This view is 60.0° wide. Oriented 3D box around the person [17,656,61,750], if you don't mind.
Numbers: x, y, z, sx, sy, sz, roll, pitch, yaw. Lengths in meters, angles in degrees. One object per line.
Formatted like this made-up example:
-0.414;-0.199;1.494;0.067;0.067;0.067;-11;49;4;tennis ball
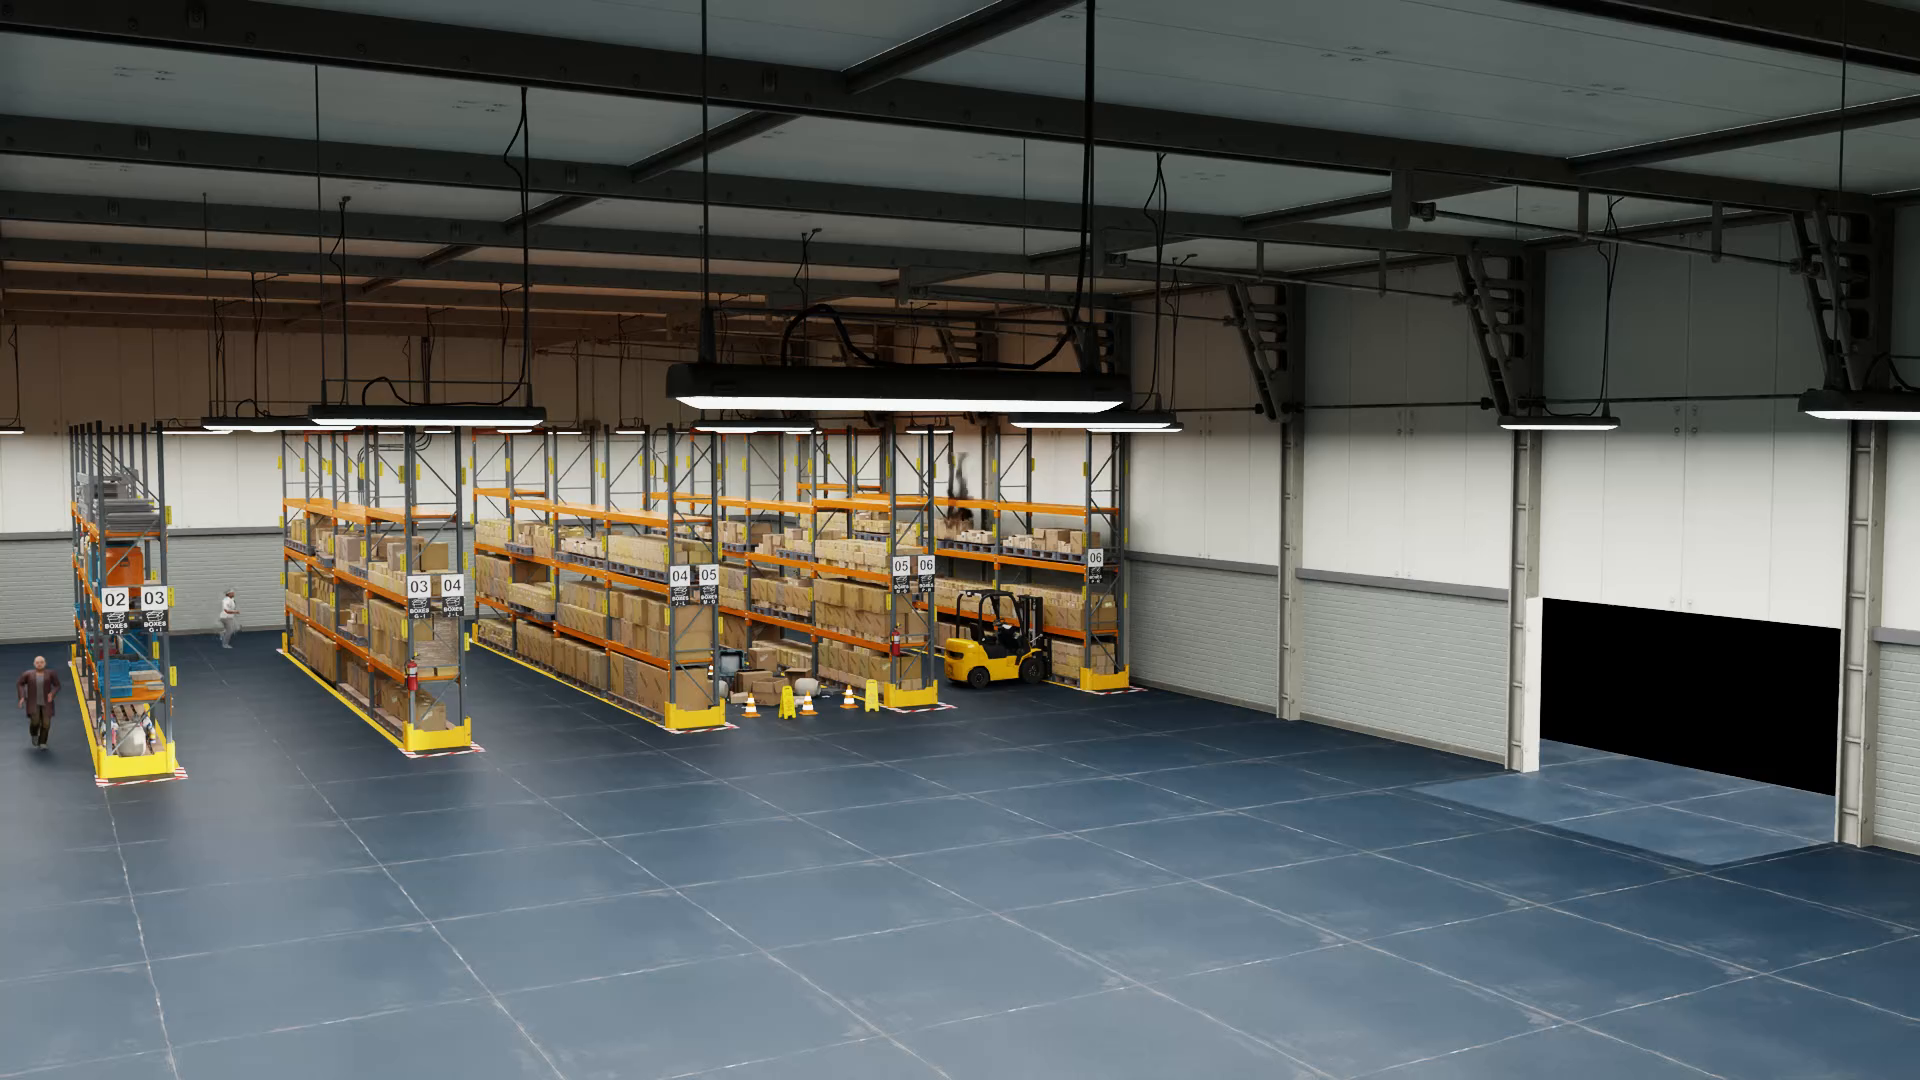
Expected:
-16.776;2.980;30.317;0.700;1.722;0.672;-2;4;-32;person

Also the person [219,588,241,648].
-19.861;2.116;45.276;0.623;1.648;0.616;0;4;-4;person
